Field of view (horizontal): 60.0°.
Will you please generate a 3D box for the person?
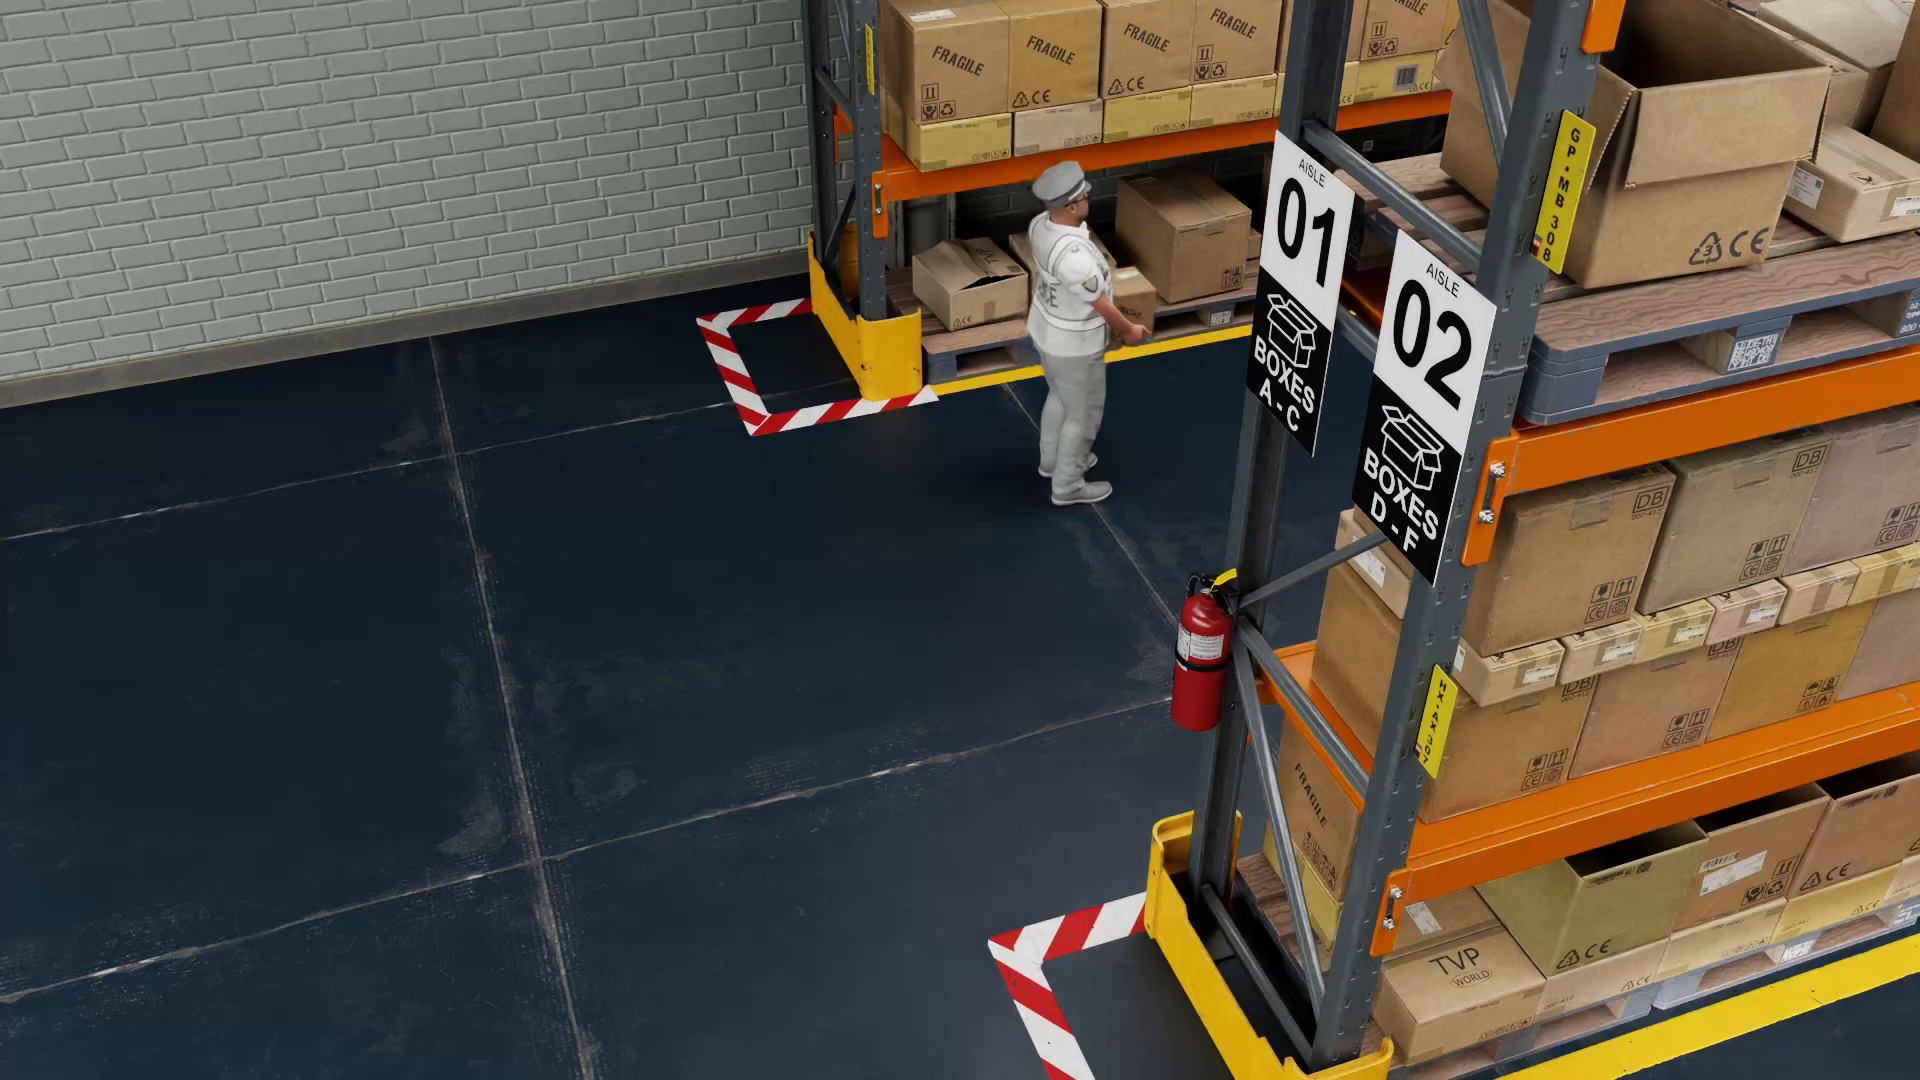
[{"bbox_3d":[0.615,-1.006,8.067,0.559,1.775,0.480,-11,39,-14],"label":"person"}]
